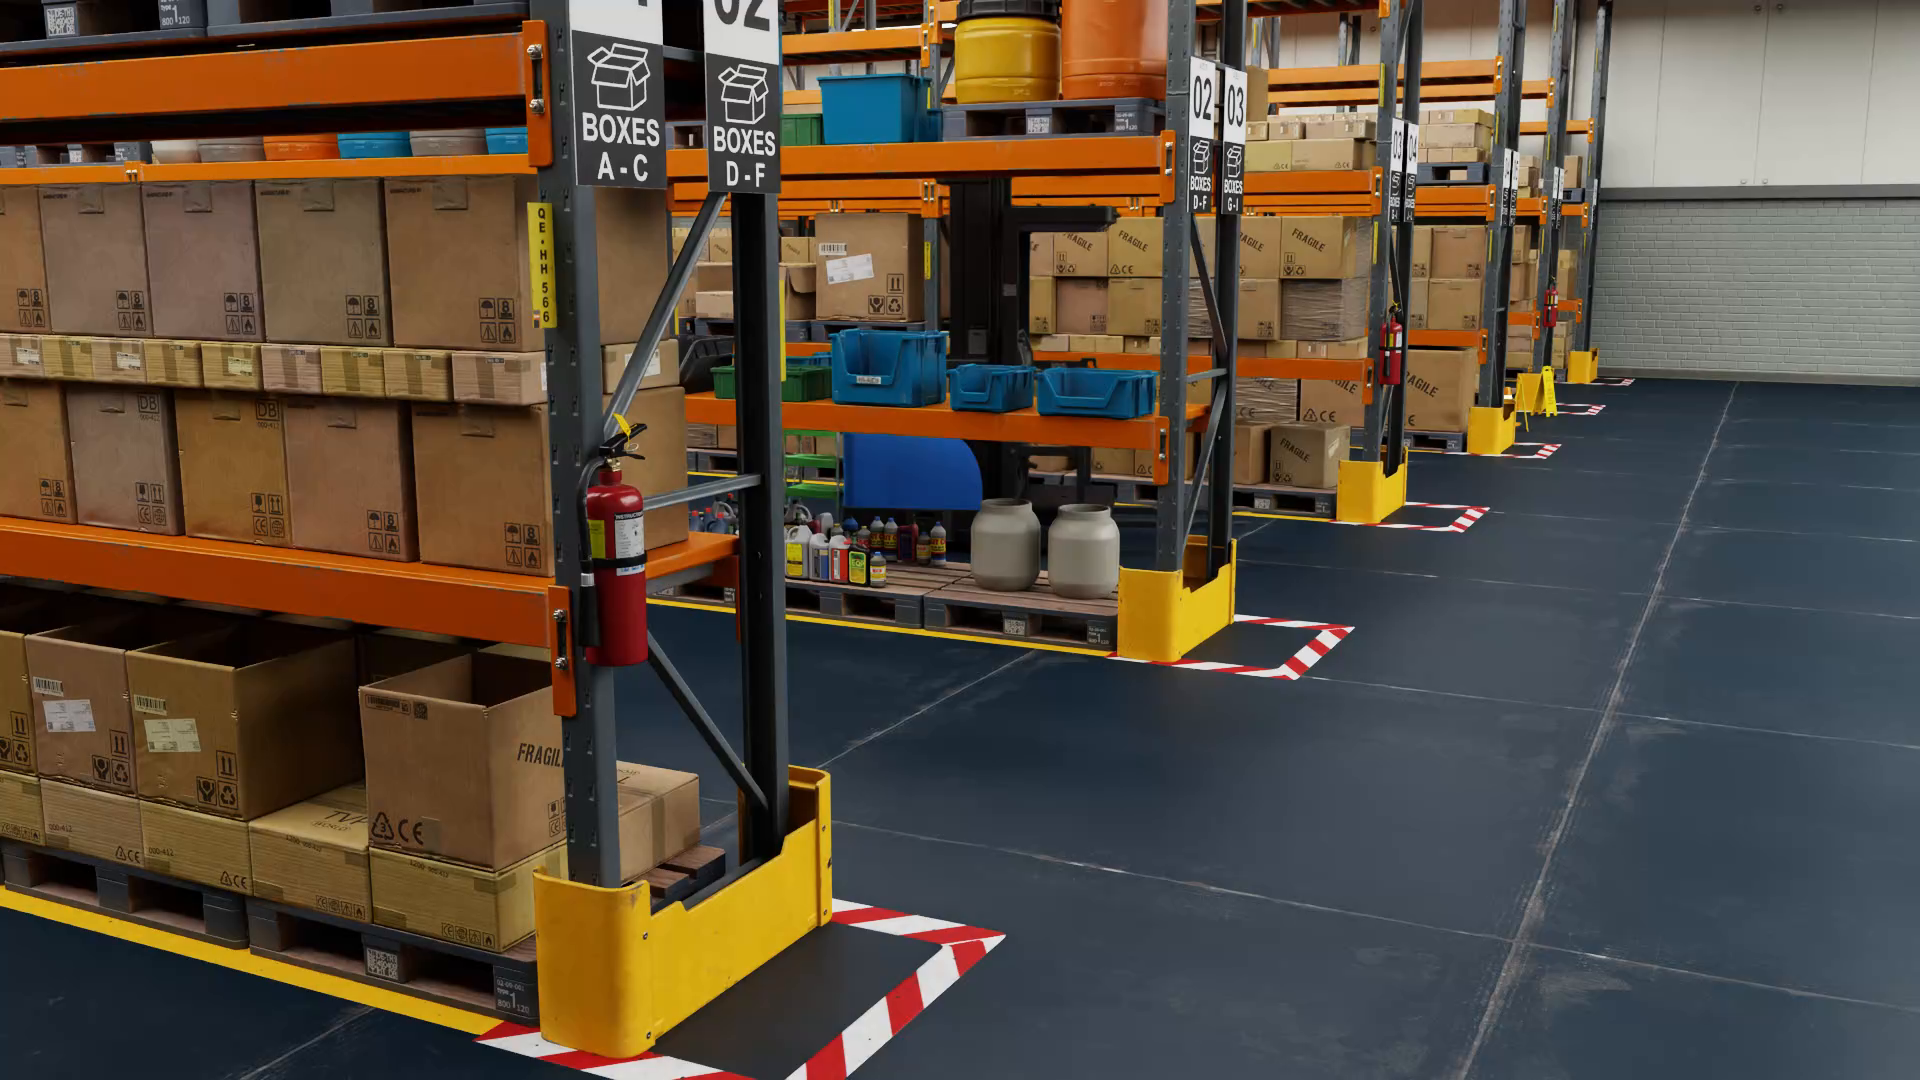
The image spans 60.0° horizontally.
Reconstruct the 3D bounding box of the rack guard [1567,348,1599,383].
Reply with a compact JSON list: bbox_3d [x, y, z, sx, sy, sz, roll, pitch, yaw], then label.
[{"bbox_3d":[10.139,-2.848,27.063,0.348,0.500,1.175,5,11,26],"label":"rack guard"}]

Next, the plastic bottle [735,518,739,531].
[{"bbox_3d":[-1.404,-0.059,11.047,0.135,0.276,0.152,5,11,26],"label":"plastic bottle"}]

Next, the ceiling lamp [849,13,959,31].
[{"bbox_3d":[-0.864,-10.433,28.717,2.000,3.185,0.800,5,11,26],"label":"ceiling lamp"}]

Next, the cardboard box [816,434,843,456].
[{"bbox_3d":[-1.008,-1.098,16.159,0.500,0.500,0.700,5,11,25],"label":"cardboard box"}]

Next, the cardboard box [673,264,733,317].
[{"bbox_3d":[-2.587,-2.526,16.806,0.500,0.500,0.700,7,12,34],"label":"cardboard box"}]

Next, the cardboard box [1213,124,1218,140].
[{"bbox_3d":[2.275,-3.373,13.825,0.250,0.149,0.380,5,11,26],"label":"cardboard box"}]

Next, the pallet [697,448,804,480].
[{"bbox_3d":[-1.844,-0.804,16.581,1.213,0.211,1.003,5,11,26],"label":"pallet"}]

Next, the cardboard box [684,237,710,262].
[{"bbox_3d":[-4.294,-4.847,27.999,0.500,0.500,0.500,5,11,27],"label":"cardboard box"}]

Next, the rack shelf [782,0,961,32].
[{"bbox_3d":[-1.043,-8.308,26.056,4.000,0.370,1.077,5,11,26],"label":"rack shelf"}]

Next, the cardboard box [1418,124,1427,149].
[{"bbox_3d":[4.815,-4.326,17.915,0.500,0.250,0.500,5,11,26],"label":"cardboard box"}]

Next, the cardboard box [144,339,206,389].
[{"bbox_3d":[-2.435,-0.592,5.477,0.250,0.149,0.380,5,12,27],"label":"cardboard box"}]

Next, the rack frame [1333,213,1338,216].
[{"bbox_3d":[6.531,-4.395,28.592,0.127,3.000,1.000,5,11,26],"label":"rack frame"}]

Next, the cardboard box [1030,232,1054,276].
[{"bbox_3d":[0.693,-2.592,14.704,0.500,0.500,0.500,5,11,26],"label":"cardboard box"}]

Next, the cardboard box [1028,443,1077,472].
[{"bbox_3d":[0.811,-0.914,15.198,0.500,0.500,0.500,10,14,44],"label":"cardboard box"}]

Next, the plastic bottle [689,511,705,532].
[{"bbox_3d":[-1.698,-0.011,10.573,0.185,0.351,0.144,5,12,27],"label":"plastic bottle"}]

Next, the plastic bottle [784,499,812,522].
[{"bbox_3d":[-1.072,-0.096,11.041,0.185,0.351,0.144,5,11,25],"label":"plastic bottle"}]

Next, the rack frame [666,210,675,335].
[{"bbox_3d":[-2.239,-1.228,11.094,0.127,3.000,1.000,5,11,26],"label":"rack frame"}]

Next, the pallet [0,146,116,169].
[{"bbox_3d":[-7.648,-3.107,13.581,1.213,0.211,1.003,5,11,26],"label":"pallet"}]

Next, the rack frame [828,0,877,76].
[{"bbox_3d":[-1.349,-6.071,21.005,0.127,3.000,1.000,5,11,26],"label":"rack frame"}]

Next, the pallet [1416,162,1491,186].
[{"bbox_3d":[5.155,-3.978,18.111,1.213,0.211,1.003,5,11,26],"label":"pallet"}]

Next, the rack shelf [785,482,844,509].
[{"bbox_3d":[-1.099,-0.347,12.985,0.480,0.148,0.258,5,12,28],"label":"rack shelf"}]

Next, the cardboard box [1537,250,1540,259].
[{"bbox_3d":[9.469,-4.604,26.807,0.250,0.149,0.380,5,11,26],"label":"cardboard box"}]

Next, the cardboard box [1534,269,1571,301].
[{"bbox_3d":[9.560,-4.126,26.824,0.500,0.500,0.500,5,11,25],"label":"cardboard box"}]

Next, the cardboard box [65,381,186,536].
[{"bbox_3d":[-2.649,-0.332,5.861,0.500,0.500,0.700,5,12,28],"label":"cardboard box"}]

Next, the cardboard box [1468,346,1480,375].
[{"bbox_3d":[7.091,-2.531,22.728,0.500,0.500,0.500,5,11,26],"label":"cardboard box"}]

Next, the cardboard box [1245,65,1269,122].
[{"bbox_3d":[2.328,-3.782,14.261,0.500,0.500,0.500,5,11,26],"label":"cardboard box"}]

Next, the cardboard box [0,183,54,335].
[{"bbox_3d":[-3.130,-1.012,5.975,0.500,0.500,0.700,5,11,26],"label":"cardboard box"}]

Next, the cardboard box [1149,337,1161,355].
[{"bbox_3d":[1.802,-1.671,14.248,0.250,0.149,0.380,5,11,26],"label":"cardboard box"}]

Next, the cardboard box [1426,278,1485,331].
[{"bbox_3d":[5.473,-2.584,18.165,0.550,0.550,0.875,5,11,26],"label":"cardboard box"}]

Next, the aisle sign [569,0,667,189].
[{"bbox_3d":[-0.918,-1.349,4.464,0.004,0.787,0.394,5,11,26],"label":"aisle sign"}]

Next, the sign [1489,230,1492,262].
[{"bbox_3d":[5.573,-3.089,17.459,0.005,0.325,0.100,5,11,26],"label":"sign"}]

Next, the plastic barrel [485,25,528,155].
[{"bbox_3d":[-2.791,-2.956,10.813,0.708,0.901,0.600,5,11,26],"label":"plastic barrel"}]

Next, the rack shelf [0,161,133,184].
[{"bbox_3d":[-7.619,-2.823,13.504,4.000,0.370,1.077,5,11,26],"label":"rack shelf"}]

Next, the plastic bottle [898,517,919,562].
[{"bbox_3d":[-0.334,-0.006,10.735,0.133,0.283,0.061,5,12,27],"label":"plastic bottle"}]

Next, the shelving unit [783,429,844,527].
[{"bbox_3d":[-1.099,-0.646,12.931,0.503,1.200,0.258,5,12,28],"label":"shelving unit"}]

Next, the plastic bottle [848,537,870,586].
[{"bbox_3d":[-0.605,0.126,10.003,0.133,0.283,0.061,5,12,27],"label":"plastic bottle"}]

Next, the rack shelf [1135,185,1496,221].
[{"bbox_3d":[4.032,-3.768,18.724,4.000,0.370,1.077,5,11,26],"label":"rack shelf"}]

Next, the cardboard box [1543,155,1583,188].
[{"bbox_3d":[9.613,-5.857,26.506,0.500,0.500,0.500,5,12,28],"label":"cardboard box"}]

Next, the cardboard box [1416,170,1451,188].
[{"bbox_3d":[6.429,-4.913,22.615,0.500,0.250,0.500,5,12,27],"label":"cardboard box"}]

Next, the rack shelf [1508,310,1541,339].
[{"bbox_3d":[6.131,-3.090,23.403,4.000,0.370,1.077,5,11,26],"label":"rack shelf"}]

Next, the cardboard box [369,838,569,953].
[{"bbox_3d":[-1.458,1.029,5.164,0.500,0.250,0.500,5,11,26],"label":"cardboard box"}]

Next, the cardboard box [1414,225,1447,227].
[{"bbox_3d":[6.417,-4.045,22.732,0.500,0.500,0.700,5,11,25],"label":"cardboard box"}]

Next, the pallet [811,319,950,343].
[{"bbox_3d":[-0.668,-2.008,15.943,1.213,0.211,1.003,5,11,26],"label":"pallet"}]

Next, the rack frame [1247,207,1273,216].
[{"bbox_3d":[4.338,-3.602,24.210,0.127,3.000,1.000,5,11,26],"label":"rack frame"}]

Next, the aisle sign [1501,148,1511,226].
[{"bbox_3d":[5.756,-3.714,17.529,0.004,0.787,0.394,5,11,26],"label":"aisle sign"}]

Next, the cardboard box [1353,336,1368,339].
[{"bbox_3d":[3.390,-1.641,14.080,0.250,0.149,0.380,5,11,26],"label":"cardboard box"}]

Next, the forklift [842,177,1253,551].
[{"bbox_3d":[0.675,-1.435,12.428,3.031,2.935,1.130,1,10,7],"label":"forklift"}]

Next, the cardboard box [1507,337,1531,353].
[{"bbox_3d":[9.098,-3.209,27.177,0.500,0.250,0.500,5,11,25],"label":"cardboard box"}]

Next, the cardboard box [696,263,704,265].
[{"bbox_3d":[-3.383,-3.583,21.959,0.250,0.149,0.380,5,12,28],"label":"cardboard box"}]

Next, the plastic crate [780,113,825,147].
[{"bbox_3d":[-0.944,-2.432,9.919,0.450,0.188,0.336,5,11,26],"label":"plastic crate"}]

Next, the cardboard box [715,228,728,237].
[{"bbox_3d":[-3.896,-5.143,27.813,0.250,0.149,0.380,5,11,25],"label":"cardboard box"}]

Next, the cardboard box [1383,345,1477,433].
[{"bbox_3d":[5.188,-1.692,18.445,0.875,0.875,0.875,5,11,26],"label":"cardboard box"}]

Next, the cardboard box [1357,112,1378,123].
[{"bbox_3d":[4.464,-4.541,17.984,0.250,0.149,0.380,5,11,26],"label":"cardboard box"}]

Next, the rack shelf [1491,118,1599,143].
[{"bbox_3d":[8.324,-6.639,27.287,4.000,0.370,1.077,5,11,26],"label":"rack shelf"}]

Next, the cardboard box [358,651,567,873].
[{"bbox_3d":[-1.459,0.660,5.095,0.500,0.500,0.500,5,11,26],"label":"cardboard box"}]
